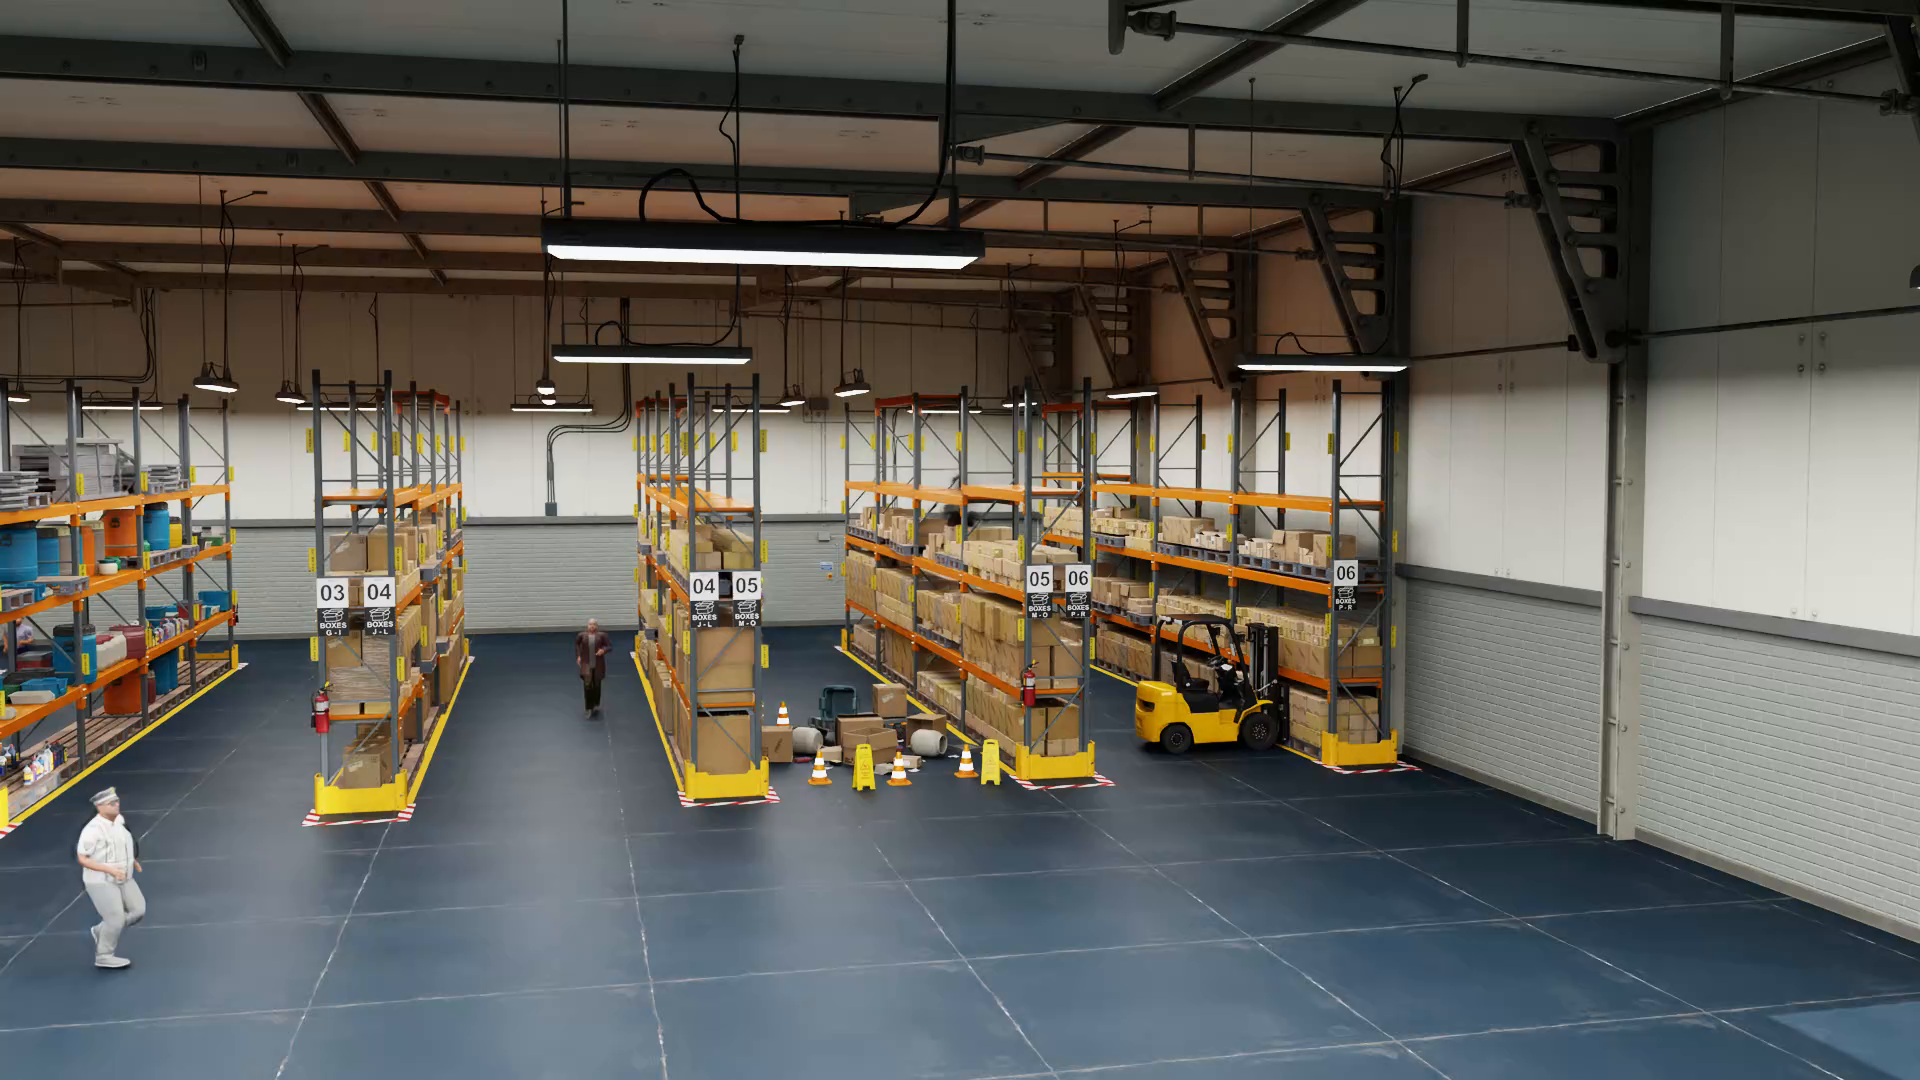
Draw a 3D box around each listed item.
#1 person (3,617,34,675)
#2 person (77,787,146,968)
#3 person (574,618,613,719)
[{"bbox_3d":[-18.699,2.285,33.022,0.573,1.689,0.796,-1,4,-22],"label":"person"},{"bbox_3d":[-8.101,3.212,15.869,0.596,1.736,0.640,1,3,9],"label":"person"},{"bbox_3d":[-6.748,2.358,30.636,0.689,1.846,0.848,-1,3,-13],"label":"person"}]
